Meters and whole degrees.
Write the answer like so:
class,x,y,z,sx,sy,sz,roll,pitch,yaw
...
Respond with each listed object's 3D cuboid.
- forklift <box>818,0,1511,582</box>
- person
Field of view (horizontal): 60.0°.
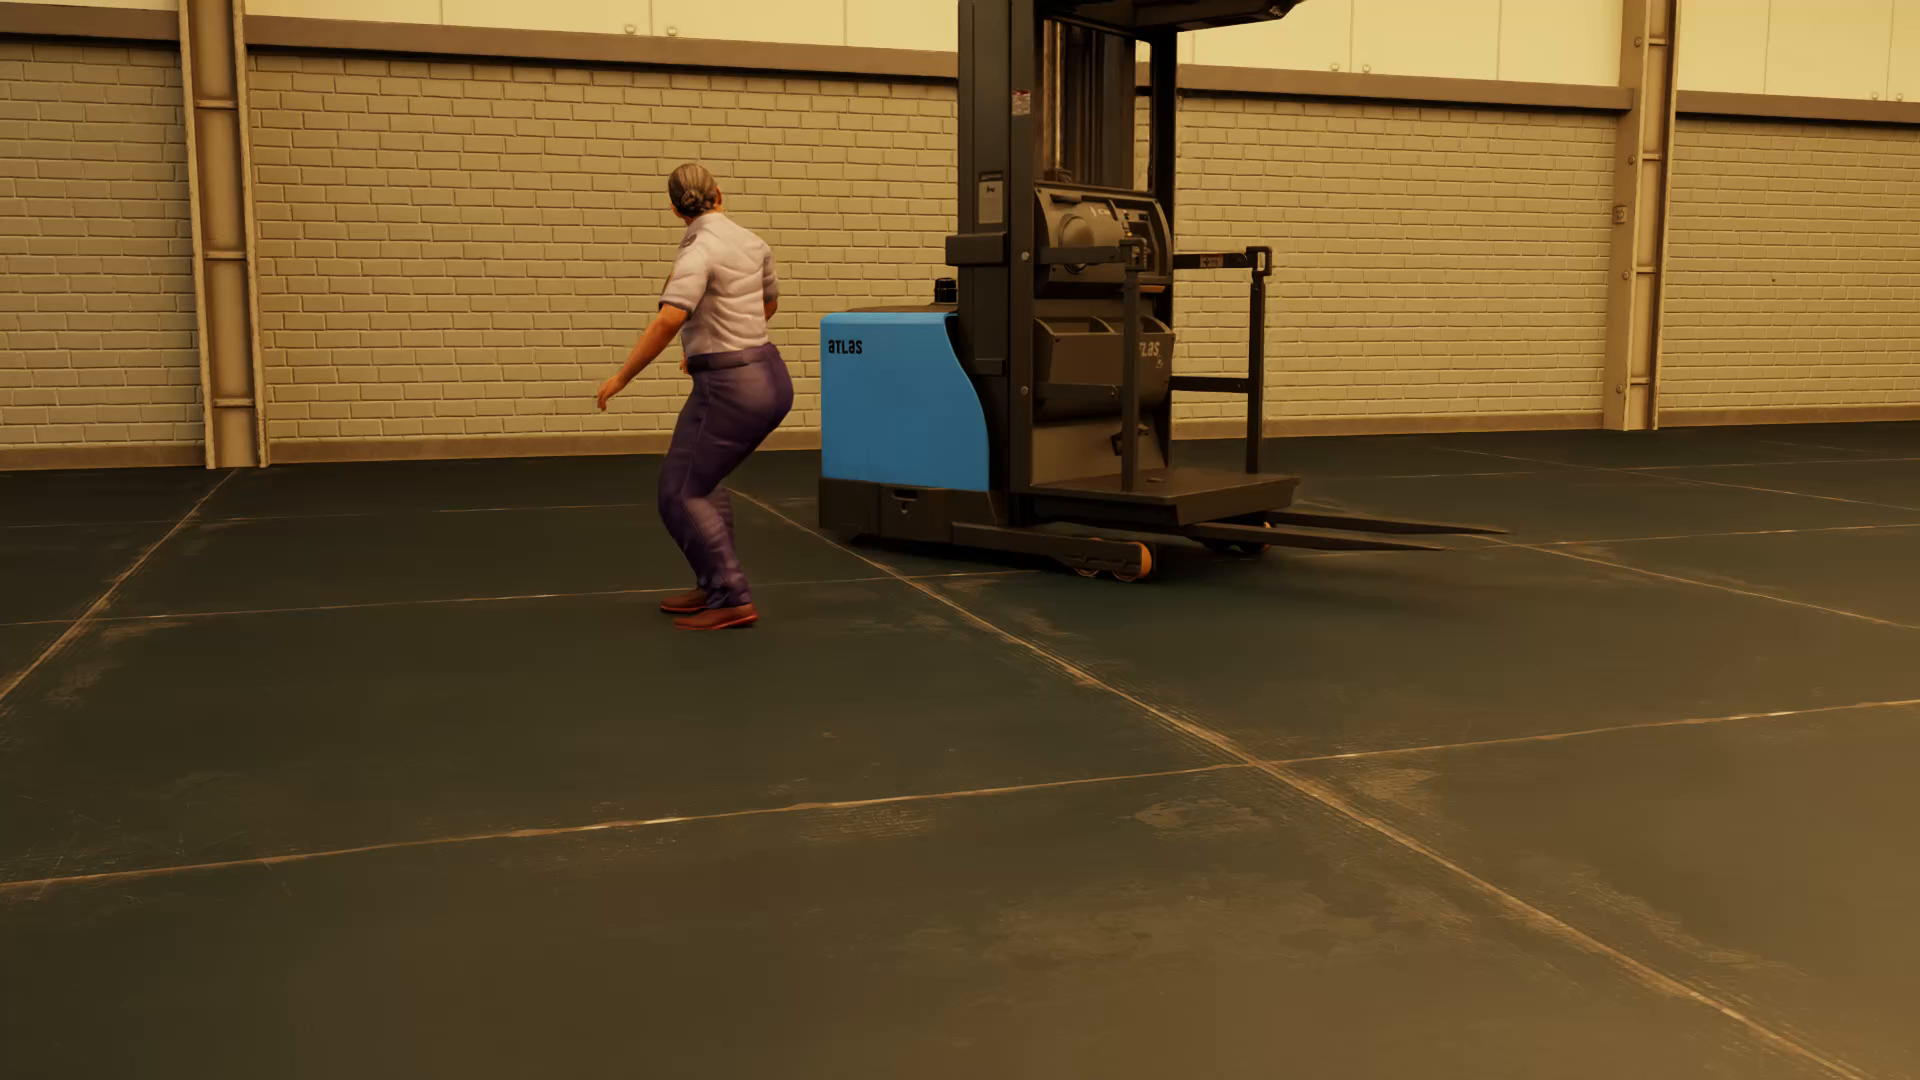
class,x,y,z,sx,sy,sz,roll,pitch,yaw
forklift,0.792,-1.364,7.074,3.031,2.935,1.130,6,10,39
person,-0.888,-0.492,5.774,0.541,1.601,0.720,2,8,16
